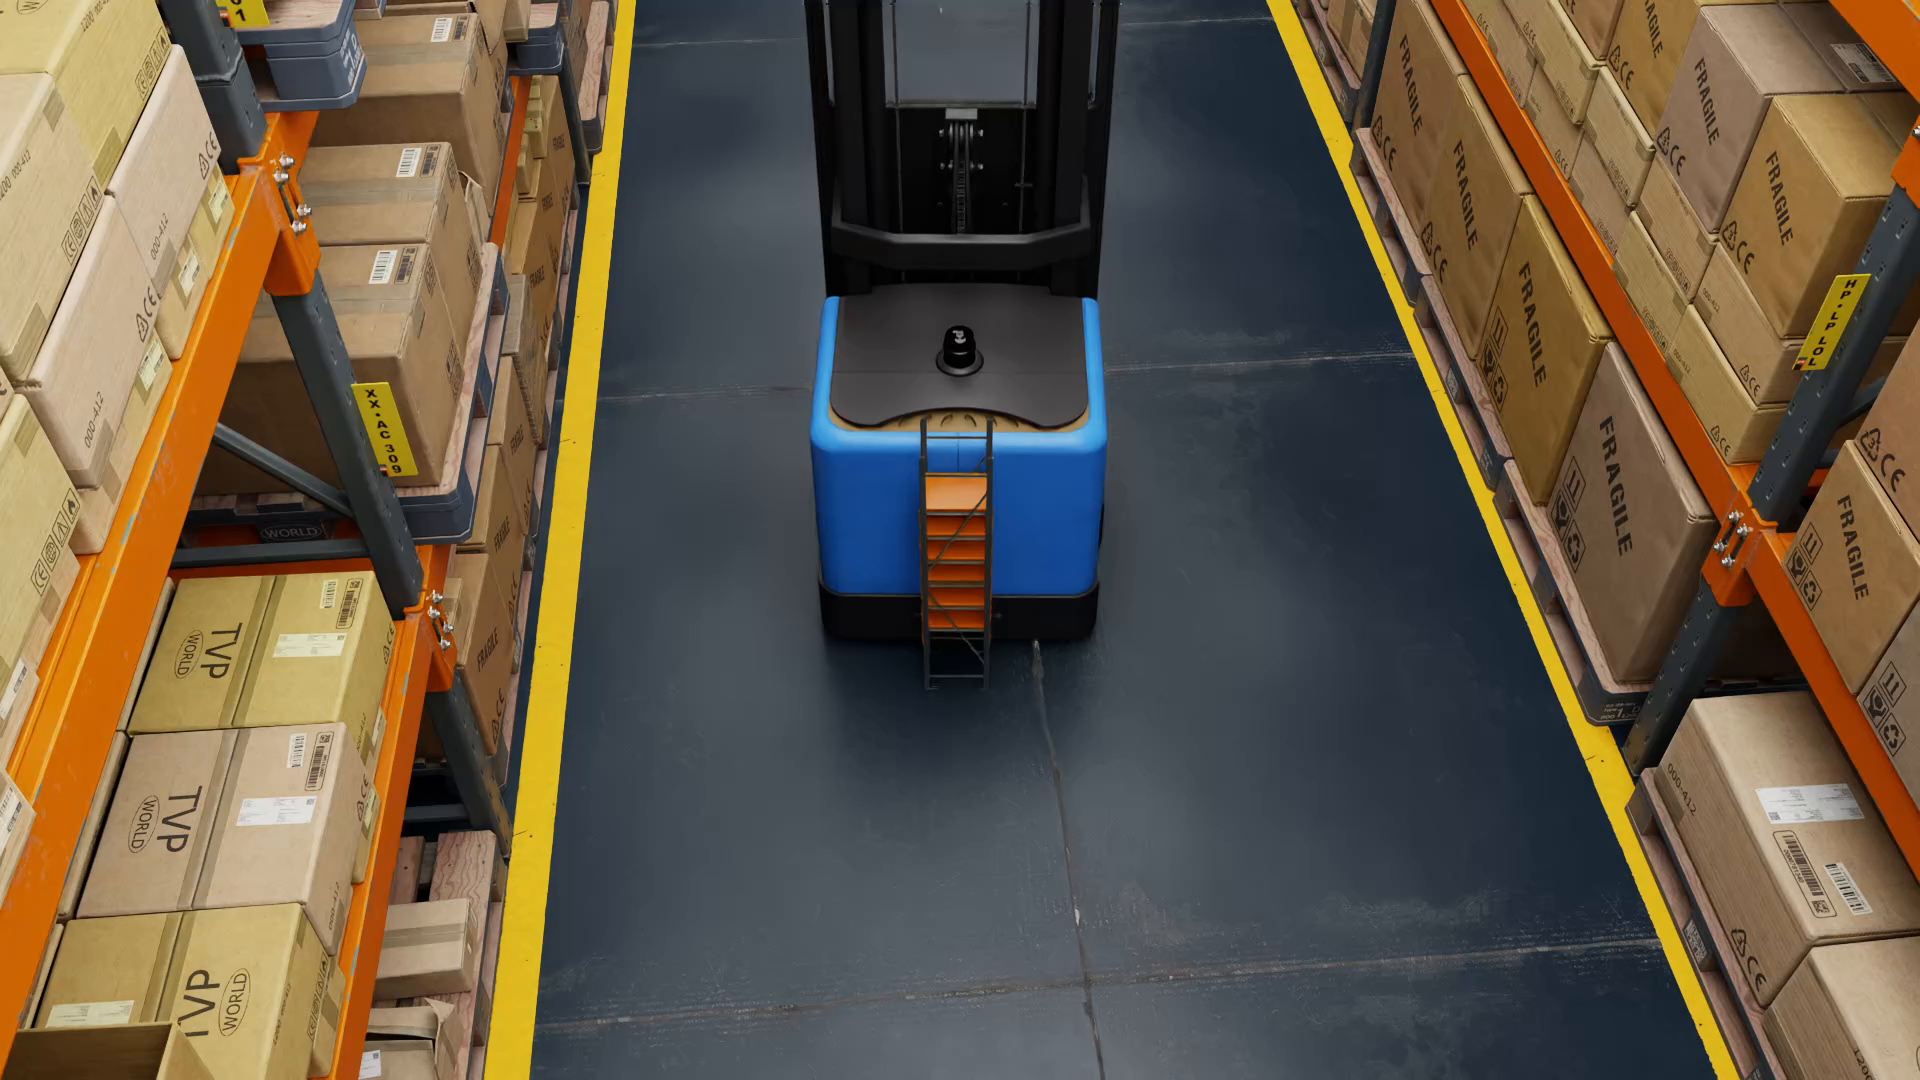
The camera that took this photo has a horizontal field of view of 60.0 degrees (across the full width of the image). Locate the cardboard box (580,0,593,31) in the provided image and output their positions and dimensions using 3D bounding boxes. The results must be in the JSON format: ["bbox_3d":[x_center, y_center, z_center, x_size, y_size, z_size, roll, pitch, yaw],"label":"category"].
[{"bbox_3d":[-2.486,-3.096,8.963,0.875,0.625,0.625,-2,47,-2],"label":"cardboard box"}]

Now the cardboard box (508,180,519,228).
[{"bbox_3d":[-2.082,-1.427,7.021,0.380,0.149,0.250,-2,47,-2],"label":"cardboard box"}]

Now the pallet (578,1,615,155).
[{"bbox_3d":[-2.415,-2.483,8.956,1.003,0.211,1.213,-3,47,-3],"label":"pallet"}]

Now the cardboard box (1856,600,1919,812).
[{"bbox_3d":[2.713,0.431,4.207,0.500,0.500,0.500,-3,47,-3],"label":"cardboard box"}]

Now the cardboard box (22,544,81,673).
[{"bbox_3d":[-1.685,0.093,2.703,0.380,0.149,0.250,-2,47,-2],"label":"cardboard box"}]

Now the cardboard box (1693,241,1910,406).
[{"bbox_3d":[2.617,-0.679,5.086,0.500,0.250,0.500,-4,47,-3],"label":"cardboard box"}]

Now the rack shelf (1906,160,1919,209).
[{"bbox_3d":[3.064,0.409,2.726,1.077,0.370,4.000,-3,47,-3],"label":"rack shelf"}]

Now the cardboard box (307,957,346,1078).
[{"bbox_3d":[-1.638,1.100,3.815,0.380,0.149,0.250,-4,47,-4],"label":"cardboard box"}]

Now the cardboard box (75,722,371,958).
[{"bbox_3d":[-1.707,0.715,3.906,0.500,0.250,0.500,-3,47,-3],"label":"cardboard box"}]

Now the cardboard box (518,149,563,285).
[{"bbox_3d":[-2.104,-1.473,7.512,0.500,0.500,0.500,-4,47,-4],"label":"cardboard box"}]

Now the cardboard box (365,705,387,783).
[{"bbox_3d":[-1.728,0.539,4.347,0.380,0.149,0.250,-2,47,-2],"label":"cardboard box"}]

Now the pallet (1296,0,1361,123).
[{"bbox_3d":[2.497,-2.755,9.214,1.003,0.211,1.213,-3,47,-3],"label":"pallet"}]

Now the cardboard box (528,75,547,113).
[{"bbox_3d":[-2.091,-2.010,7.573,0.380,0.149,0.250,-6,47,-5],"label":"cardboard box"}]

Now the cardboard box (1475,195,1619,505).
[{"bbox_3d":[2.681,-0.765,6.583,0.875,0.875,0.875,-2,47,-2],"label":"cardboard box"}]

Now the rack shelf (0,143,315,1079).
[{"bbox_3d":[-1.882,0.713,2.438,1.077,0.370,4.000,-3,47,-3],"label":"rack shelf"}]

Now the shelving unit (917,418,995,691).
[{"bbox_3d":[-0.012,0.081,5.846,0.258,1.200,0.189,0,47,0],"label":"shelving unit"}]

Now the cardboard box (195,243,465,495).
[{"bbox_3d":[-1.867,-0.492,4.792,0.700,0.500,0.500,-2,47,-2],"label":"cardboard box"}]

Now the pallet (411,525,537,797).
[{"bbox_3d":[-2.156,0.423,6.204,1.003,0.211,1.213,-3,47,-3],"label":"pallet"}]

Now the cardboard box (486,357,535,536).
[{"bbox_3d":[-1.958,-0.344,6.443,0.500,0.500,0.500,-5,47,-4],"label":"cardboard box"}]

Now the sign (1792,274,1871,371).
[{"bbox_3d":[2.356,-0.585,4.495,0.100,0.325,0.005,-3,47,-3],"label":"sign"}]

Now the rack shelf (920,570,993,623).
[{"bbox_3d":[-0.012,0.195,5.966,0.258,0.103,0.180,0,47,0],"label":"rack shelf"}]

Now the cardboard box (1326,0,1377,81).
[{"bbox_3d":[2.524,-2.798,8.855,0.950,0.372,0.625,-6,47,-6],"label":"cardboard box"}]

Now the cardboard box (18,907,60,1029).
[{"bbox_3d":[-2.190,0.835,3.275,0.500,0.500,0.500,-5,47,-4],"label":"cardboard box"}]

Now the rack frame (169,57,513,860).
[{"bbox_3d":[-2.050,0.050,4.637,1.000,3.000,0.127,-3,47,-3],"label":"rack frame"}]

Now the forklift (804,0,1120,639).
[{"bbox_3d":[0.009,-1.684,6.327,1.130,2.935,3.031,0,47,0],"label":"forklift"}]

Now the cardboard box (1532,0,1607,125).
[{"bbox_3d":[2.459,-1.784,6.132,0.500,0.250,0.500,-3,47,-3],"label":"cardboard box"}]

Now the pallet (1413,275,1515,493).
[{"bbox_3d":[2.651,-0.734,7.300,1.003,0.211,1.213,-3,47,-3],"label":"pallet"}]

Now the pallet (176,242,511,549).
[{"bbox_3d":[-2.008,-0.469,5.260,1.003,0.211,1.213,-3,47,-3],"label":"pallet"}]

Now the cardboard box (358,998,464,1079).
[{"bbox_3d":[-1.681,1.489,4.867,0.396,0.266,0.258,-2,47,-2],"label":"cardboard box"}]

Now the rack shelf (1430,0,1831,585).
[{"bbox_3d":[2.729,-1.454,6.556,1.077,0.370,4.000,-3,47,-3],"label":"rack shelf"}]

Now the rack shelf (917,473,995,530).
[{"bbox_3d":[-0.012,-0.136,5.617,0.258,0.103,0.180,0,47,0],"label":"rack shelf"}]

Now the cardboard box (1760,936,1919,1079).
[{"bbox_3d":[2.917,1.591,4.653,0.875,0.438,0.875,-5,47,-4],"label":"cardboard box"}]

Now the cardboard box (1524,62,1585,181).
[{"bbox_3d":[2.495,-1.620,6.322,0.500,0.250,0.500,-3,47,-3],"label":"cardboard box"}]

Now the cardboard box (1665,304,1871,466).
[{"bbox_3d":[2.607,-0.512,5.272,0.500,0.250,0.500,-4,47,-4],"label":"cardboard box"}]

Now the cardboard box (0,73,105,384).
[{"bbox_3d":[-1.716,-0.487,2.633,0.500,0.250,0.500,-4,47,-4],"label":"cardboard box"}]

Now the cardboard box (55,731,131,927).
[{"bbox_3d":[-2.228,0.737,3.885,0.500,0.250,0.500,-4,47,-4],"label":"cardboard box"}]

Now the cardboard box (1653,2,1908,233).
[{"bbox_3d":[2.558,-1.314,5.171,0.500,0.500,0.500,-3,47,-3],"label":"cardboard box"}]

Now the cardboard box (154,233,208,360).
[{"bbox_3d":[-1.708,-0.475,3.241,0.380,0.149,0.250,-4,47,-3],"label":"cardboard box"}]

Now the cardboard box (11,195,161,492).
[{"bbox_3d":[-1.706,-0.323,2.822,0.500,0.250,0.500,-5,47,-5],"label":"cardboard box"}]

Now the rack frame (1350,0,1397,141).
[{"bbox_3d":[2.561,-3.148,7.666,1.000,3.000,0.127,-3,47,-3],"label":"rack frame"}]

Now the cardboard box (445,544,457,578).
[{"bbox_3d":[-1.915,0.071,5.603,0.380,0.149,0.250,-5,47,-4],"label":"cardboard box"}]

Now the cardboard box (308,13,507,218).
[{"bbox_3d":[-1.976,-1.435,5.685,0.700,0.500,0.500,-4,47,-3],"label":"cardboard box"}]
